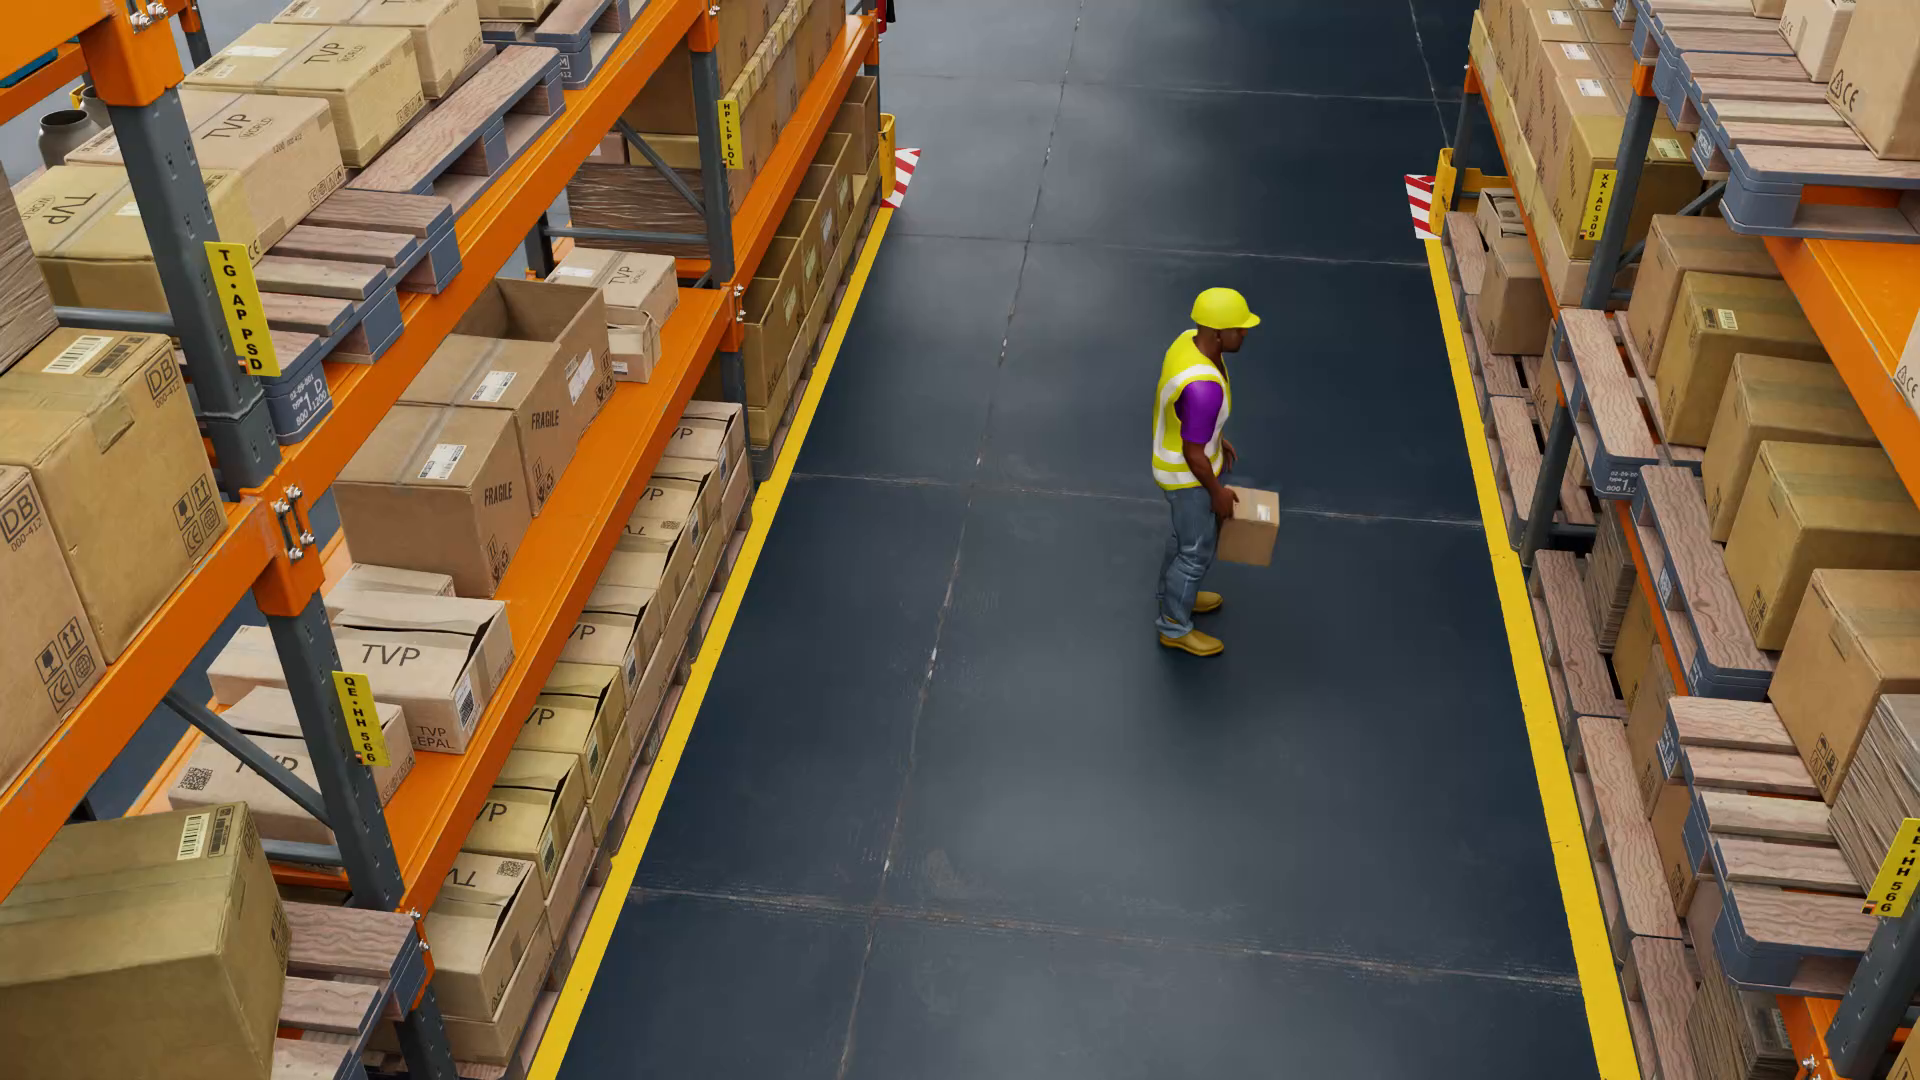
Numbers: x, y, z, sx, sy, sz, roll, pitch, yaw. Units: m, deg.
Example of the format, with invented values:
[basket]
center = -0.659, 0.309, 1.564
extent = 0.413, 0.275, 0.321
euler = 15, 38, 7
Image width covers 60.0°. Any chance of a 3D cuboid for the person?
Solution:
[person]
center = 1.061, -0.327, 7.473
extent = 0.414, 1.766, 0.586
euler = 4, 36, 6
